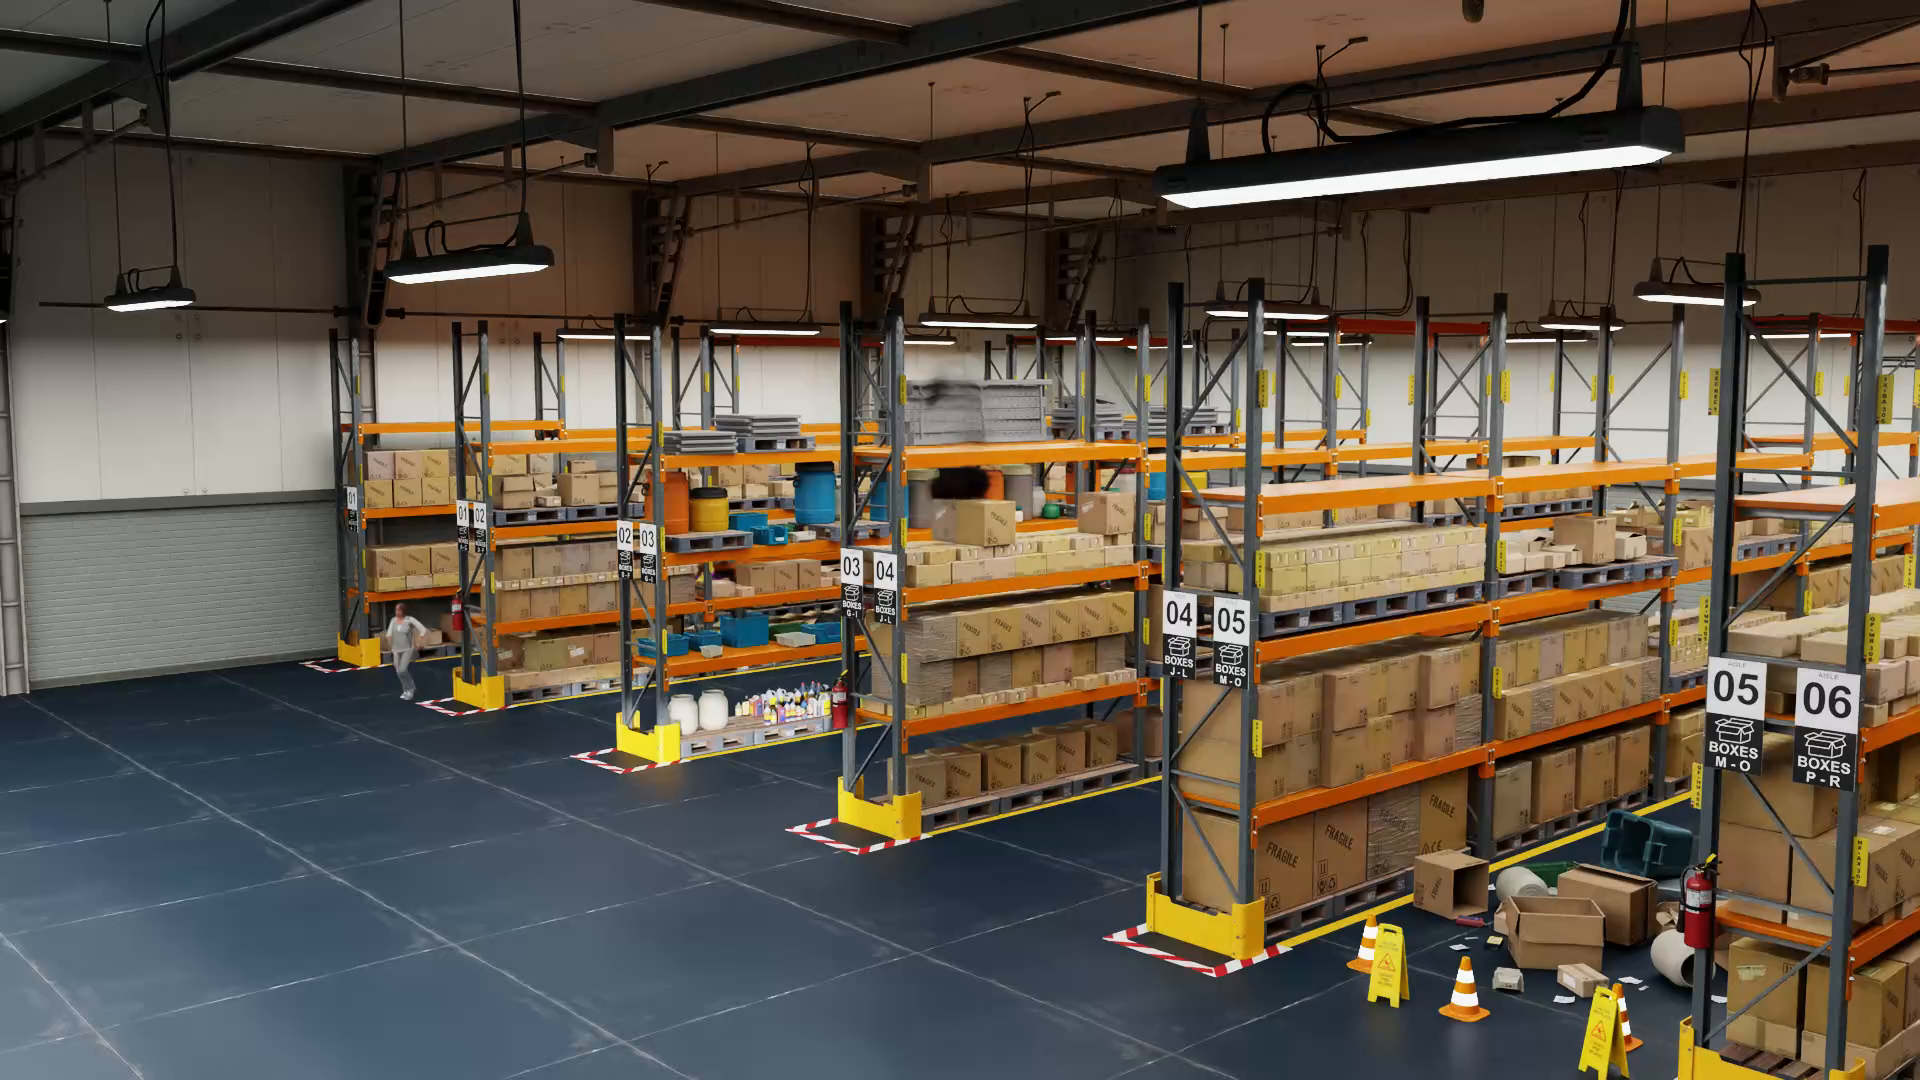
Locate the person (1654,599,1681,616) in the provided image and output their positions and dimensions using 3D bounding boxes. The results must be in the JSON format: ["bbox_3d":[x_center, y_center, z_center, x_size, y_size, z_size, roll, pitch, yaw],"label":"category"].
[{"bbox_3d":[11.607,1.709,27.176,0.583,1.627,0.959,4,7,32],"label":"person"}]

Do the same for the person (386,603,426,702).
[{"bbox_3d":[-8.811,1.781,26.339,0.562,1.589,0.637,1,6,9],"label":"person"}]

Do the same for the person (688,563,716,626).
[{"bbox_3d":[-4.945,1.181,31.636,0.694,1.733,0.791,4,7,36],"label":"person"}]
